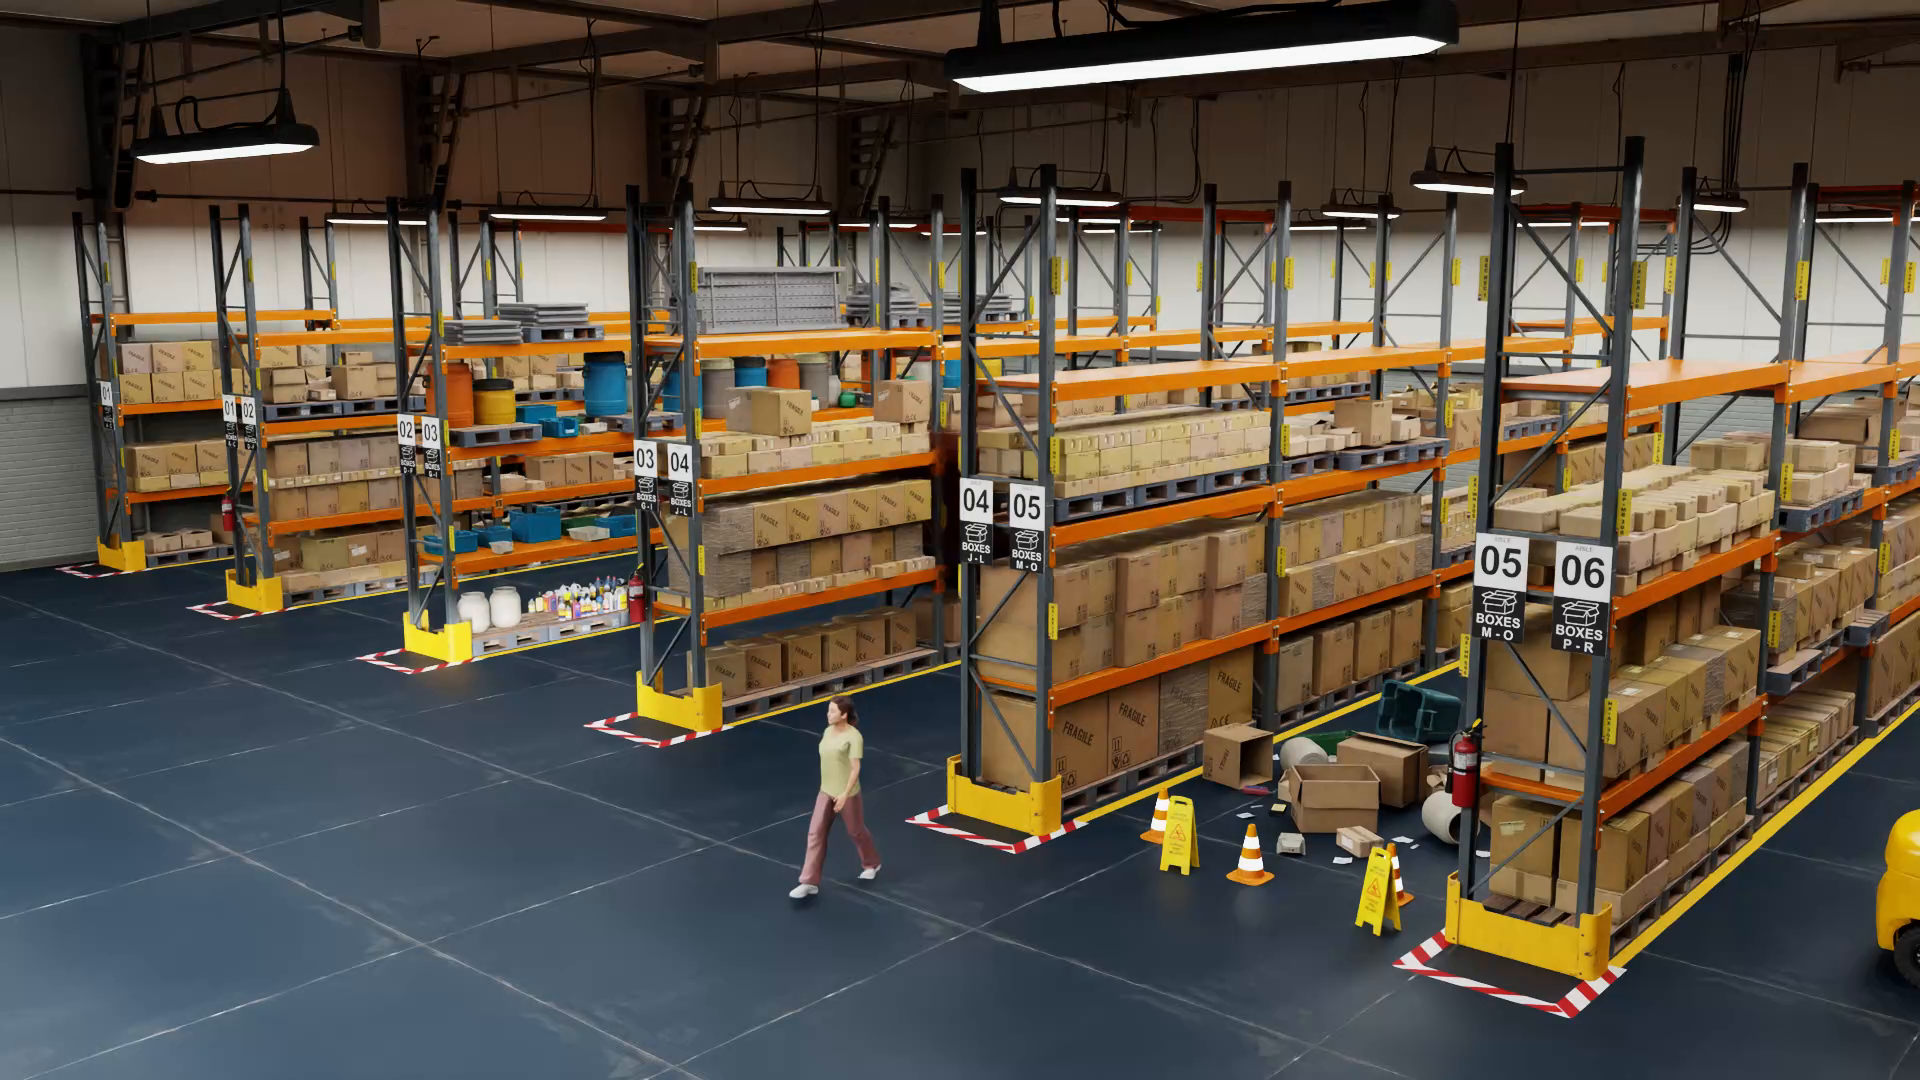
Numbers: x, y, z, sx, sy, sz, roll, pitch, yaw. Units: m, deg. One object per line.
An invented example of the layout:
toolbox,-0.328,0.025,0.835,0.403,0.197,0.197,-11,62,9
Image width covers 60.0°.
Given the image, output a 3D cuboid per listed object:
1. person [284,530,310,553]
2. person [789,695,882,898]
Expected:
person,-11.087,-0.220,27.704,0.477,1.670,0.731,3,10,17
person,-1.015,2.091,13.716,0.473,1.627,0.958,8,12,38
